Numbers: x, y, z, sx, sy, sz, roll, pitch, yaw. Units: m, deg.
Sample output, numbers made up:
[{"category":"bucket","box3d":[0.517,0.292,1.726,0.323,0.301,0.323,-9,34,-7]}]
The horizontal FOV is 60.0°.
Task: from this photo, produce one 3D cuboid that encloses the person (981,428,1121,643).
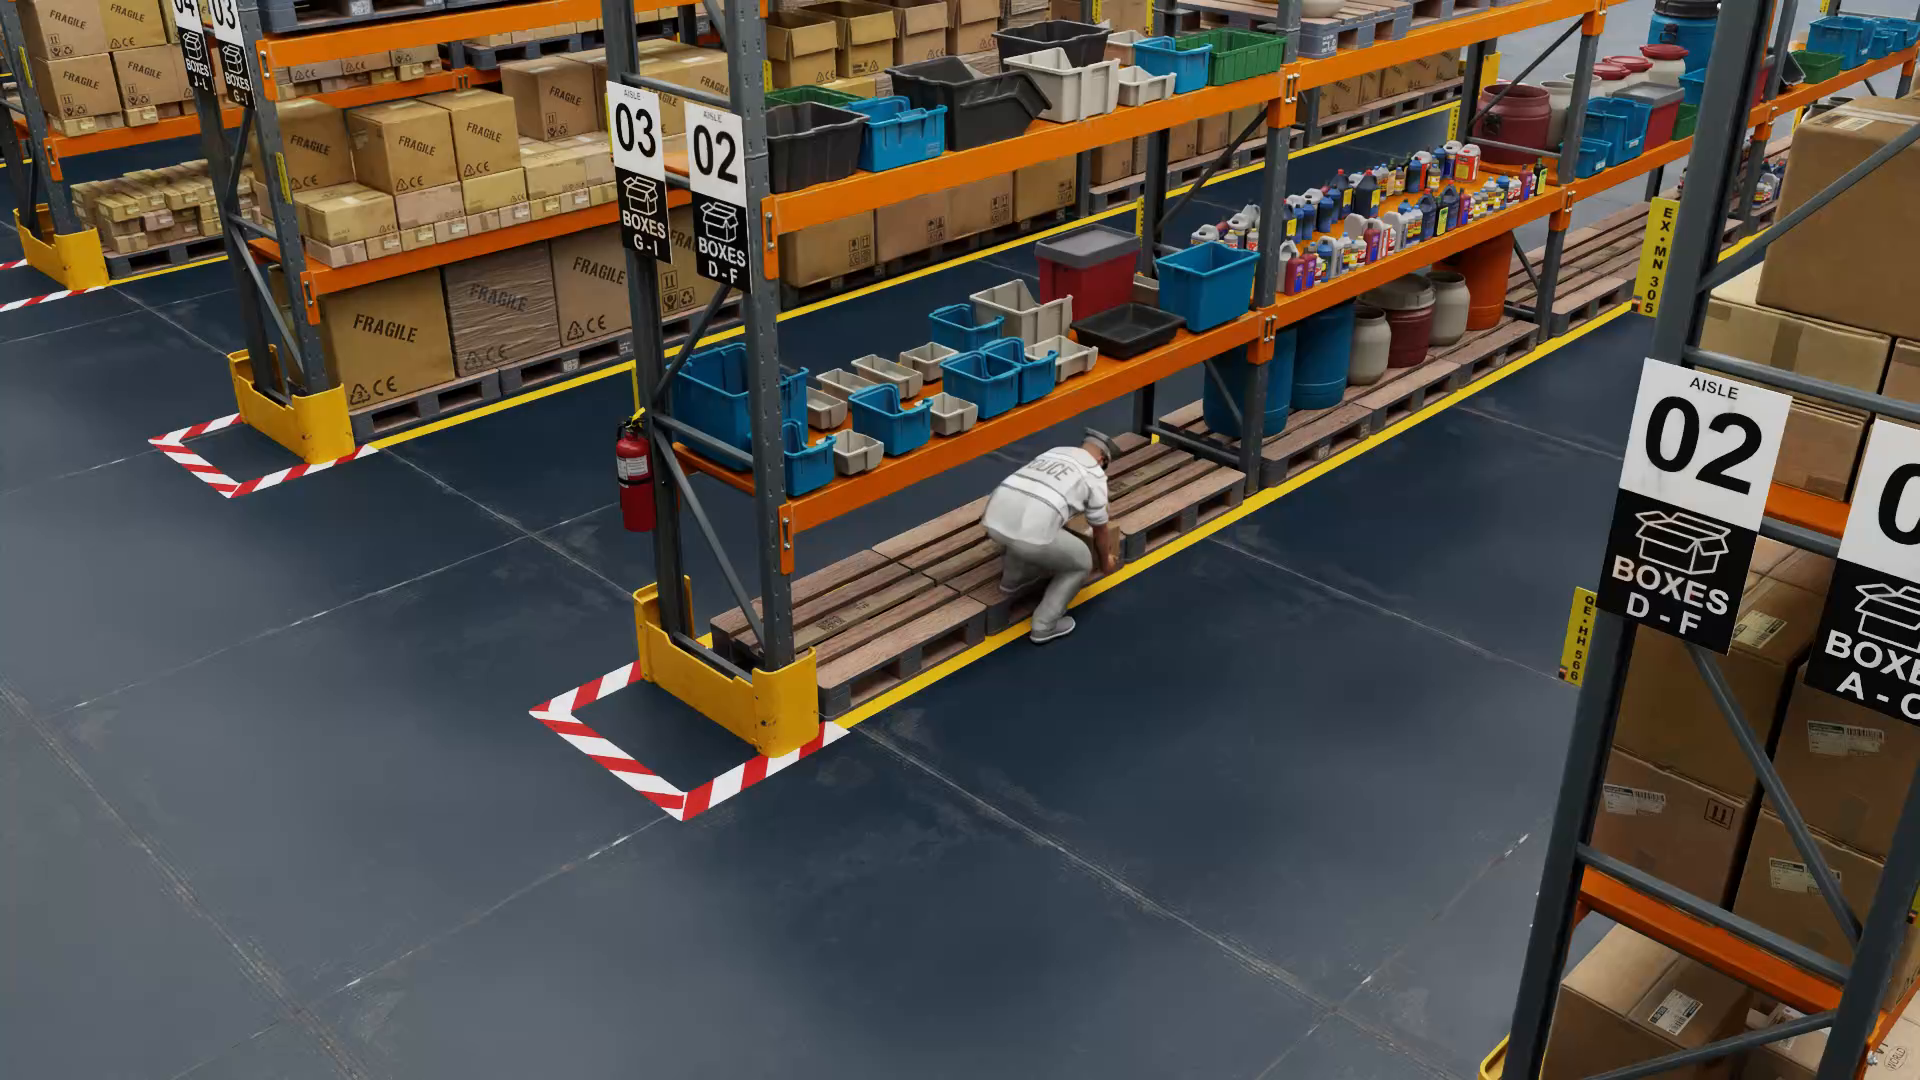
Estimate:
[{"category":"person","box3d":[0.545,-0.033,9.446,0.553,1.043,1.026,23,35,36]}]
